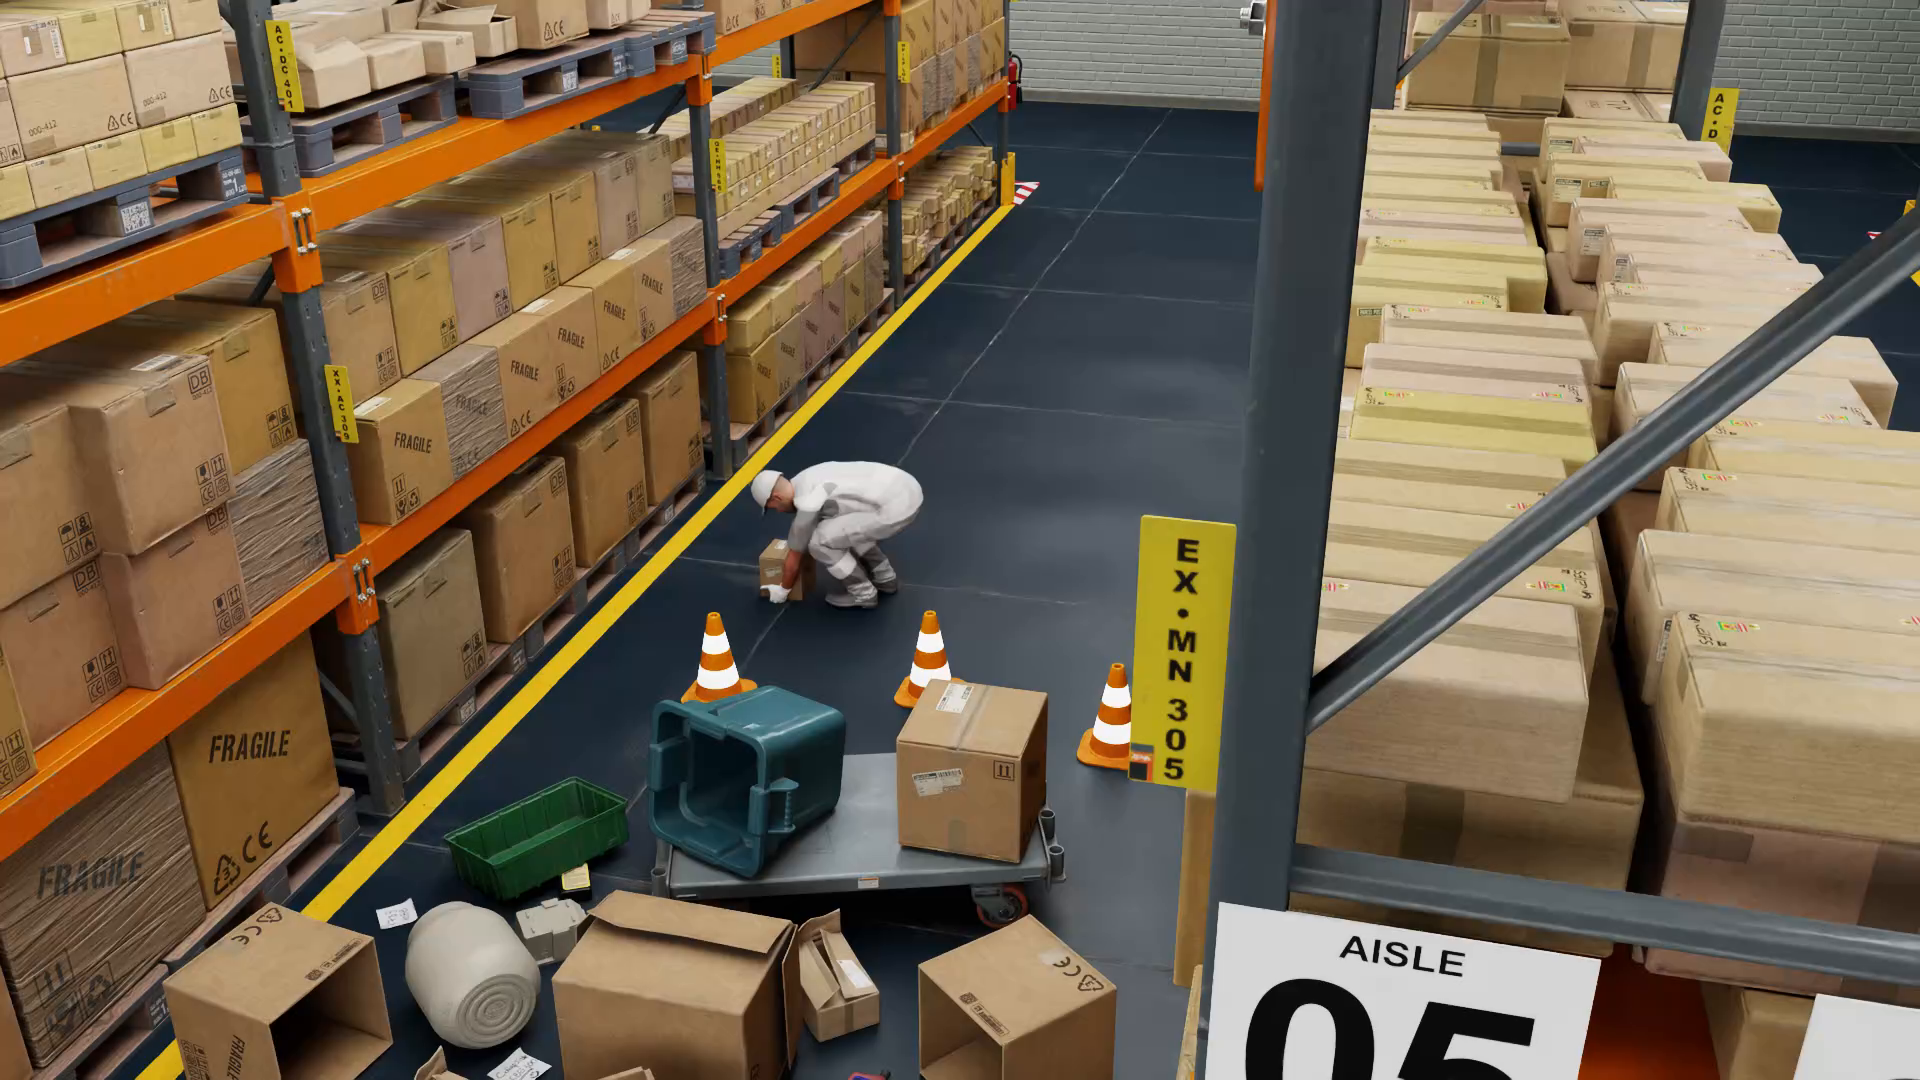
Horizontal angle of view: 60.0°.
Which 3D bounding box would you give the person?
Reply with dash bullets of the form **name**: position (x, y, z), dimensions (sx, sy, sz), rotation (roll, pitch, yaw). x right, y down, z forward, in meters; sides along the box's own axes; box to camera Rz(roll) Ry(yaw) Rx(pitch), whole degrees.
- **person**: position (-0.690, -0.040, 9.354), dimensions (0.966, 0.831, 0.519), rotation (6, 26, 12)
